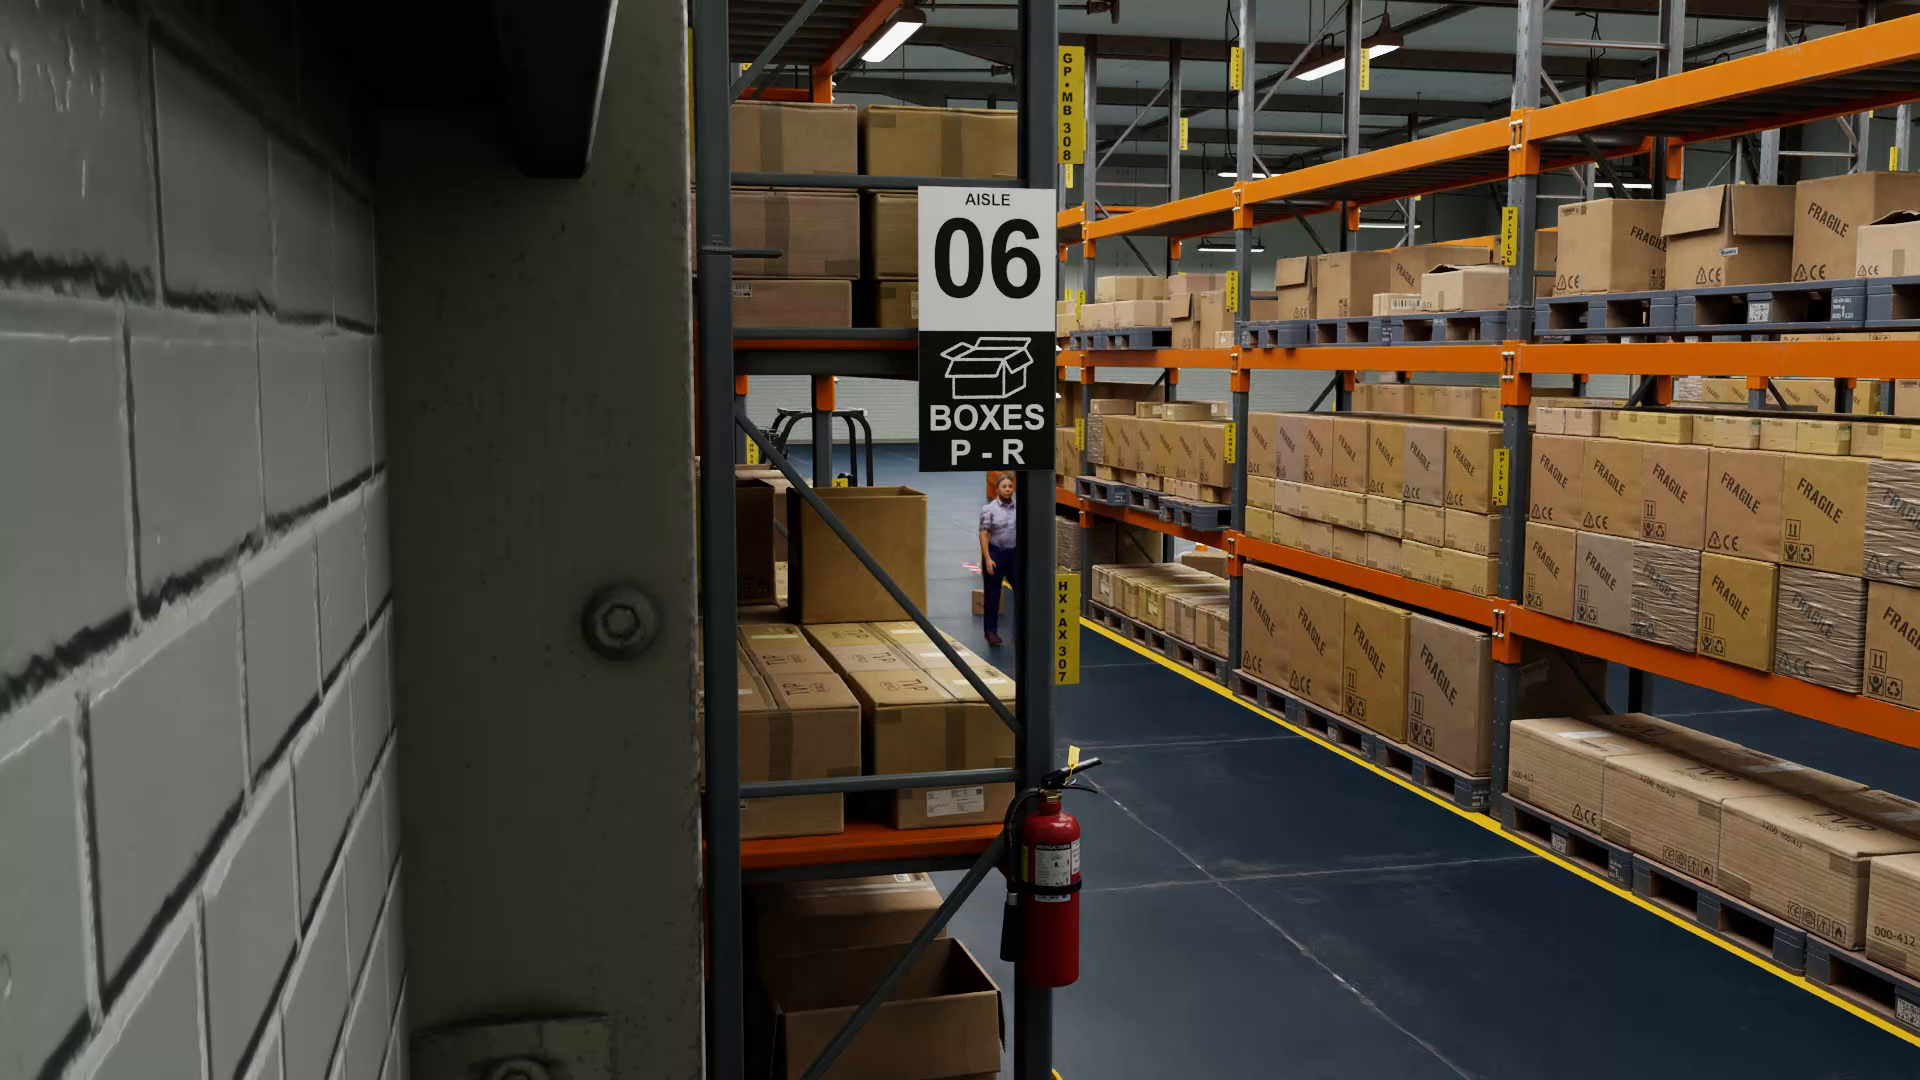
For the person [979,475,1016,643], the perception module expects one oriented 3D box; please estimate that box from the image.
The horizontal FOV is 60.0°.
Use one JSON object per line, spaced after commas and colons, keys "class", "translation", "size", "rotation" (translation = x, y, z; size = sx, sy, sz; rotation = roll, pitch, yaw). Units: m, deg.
{"class": "person", "translation": [0.441, 0.212, 15.542], "size": [0.512, 1.629, 0.874], "rotation": [-2, 7, -18]}
